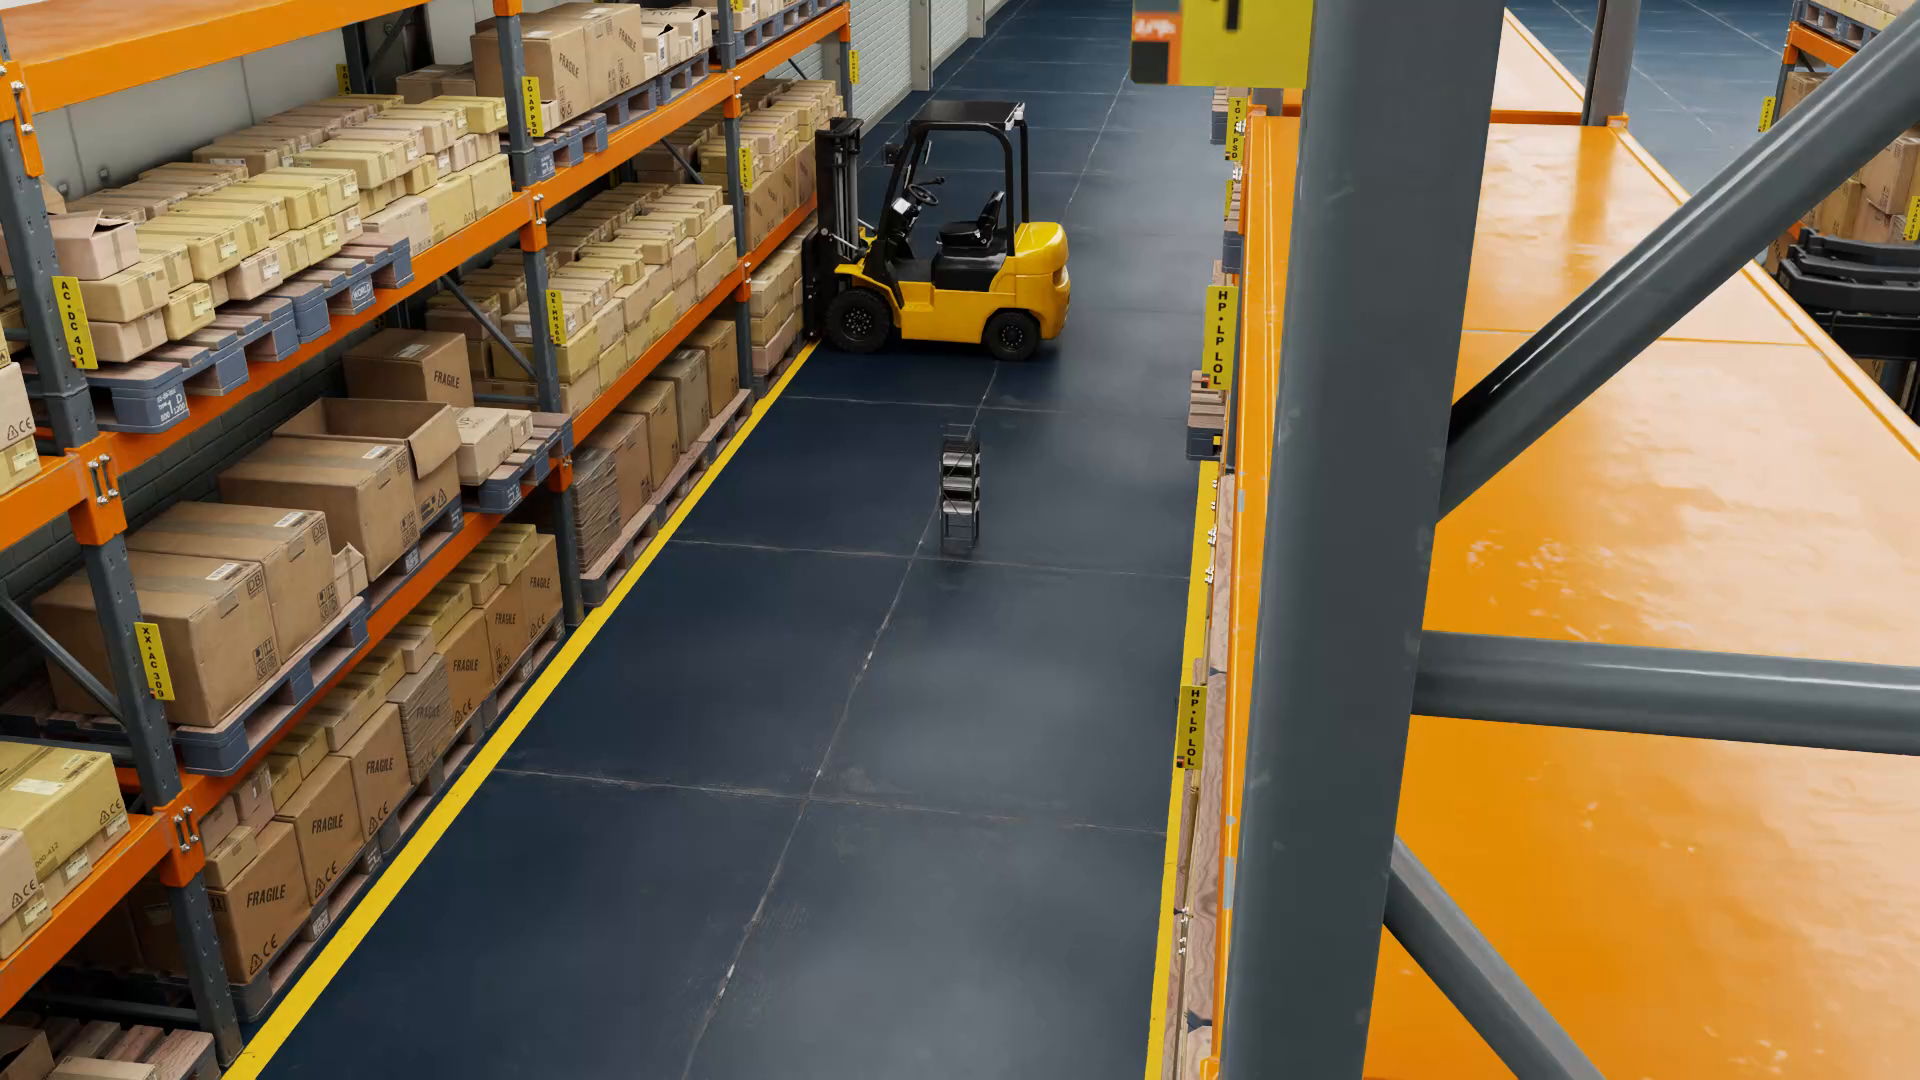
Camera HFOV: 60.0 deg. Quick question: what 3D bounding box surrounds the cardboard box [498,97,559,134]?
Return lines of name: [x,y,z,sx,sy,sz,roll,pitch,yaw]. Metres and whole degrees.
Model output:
cardboard box: [-2.560,-2.470,9.658,0.380,0.166,0.250,4,25,8]

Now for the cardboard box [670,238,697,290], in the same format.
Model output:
cardboard box: [-2.257,-2.037,12.194,0.500,0.250,0.500,5,25,10]

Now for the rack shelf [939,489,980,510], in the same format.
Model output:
rack shelf: [-0.001,-0.292,11.648,0.258,0.077,0.200,4,25,9]

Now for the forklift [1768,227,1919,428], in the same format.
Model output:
forklift: [4.556,-0.310,8.999,1.130,2.935,3.031,5,26,11]

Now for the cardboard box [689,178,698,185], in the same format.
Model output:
cardboard box: [-2.456,-2.782,14.082,0.500,0.500,0.500,4,25,8]

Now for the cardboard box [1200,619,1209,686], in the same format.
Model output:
cardboard box: [1.636,0.913,8.316,0.875,0.875,0.875,4,25,9]

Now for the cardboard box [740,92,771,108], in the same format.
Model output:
cardboard box: [-2.035,-4.230,16.060,0.380,0.149,0.250,4,25,9]

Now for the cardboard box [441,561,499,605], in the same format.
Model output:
cardboard box: [-2.848,0.238,9.435,0.380,0.149,0.250,3,25,7]

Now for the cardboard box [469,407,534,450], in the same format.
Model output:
cardboard box: [-2.646,-0.632,9.408,0.380,0.149,0.250,4,25,9]

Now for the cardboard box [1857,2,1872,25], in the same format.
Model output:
cardboard box: [7.569,-4.285,13.555,0.380,0.149,0.250,4,25,9]

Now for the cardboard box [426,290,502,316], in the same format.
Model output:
cardboard box: [-3.131,-1.464,10.500,0.380,0.149,0.250,5,25,10]

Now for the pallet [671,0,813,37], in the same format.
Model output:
pallet: [-1.948,-4.716,14.897,1.003,0.211,1.213,4,25,9]

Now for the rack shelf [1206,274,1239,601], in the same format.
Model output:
rack shelf: [1.654,-0.711,7.086,1.077,0.370,4.000,4,25,9]

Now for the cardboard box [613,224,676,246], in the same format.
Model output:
cardboard box: [-2.280,-2.175,12.019,0.380,0.149,0.250,4,25,9]

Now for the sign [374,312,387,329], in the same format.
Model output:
sign: [-3.465,-1.419,9.921,0.100,0.325,0.005,4,25,9]

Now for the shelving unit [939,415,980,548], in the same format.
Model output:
shelving unit: [-0.001,-0.404,11.596,0.258,0.900,0.210,4,25,9]

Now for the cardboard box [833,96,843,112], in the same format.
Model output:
cardboard box: [-1.390,-4.378,16.726,0.380,0.149,0.250,4,25,9]

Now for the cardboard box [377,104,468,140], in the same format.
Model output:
cardboard box: [-2.828,-2.196,8.766,0.380,0.149,0.250,3,25,7]

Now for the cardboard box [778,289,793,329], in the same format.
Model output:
cardboard box: [-1.799,-2.093,14.886,0.500,0.250,0.500,4,25,8]

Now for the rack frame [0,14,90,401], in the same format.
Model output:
rack frame: [-3.571,-1.901,5.242,1.000,3.000,0.127,4,25,9]

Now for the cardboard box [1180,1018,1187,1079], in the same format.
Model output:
cardboard box: [0.742,1.477,3.803,0.500,0.500,0.500,4,25,8]

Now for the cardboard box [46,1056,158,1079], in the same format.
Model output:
cardboard box: [-3.372,2.170,6.488,0.380,0.149,0.250,3,25,7]

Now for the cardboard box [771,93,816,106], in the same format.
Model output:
cardboard box: [-1.600,-4.197,15.988,0.380,0.149,0.250,4,25,9]

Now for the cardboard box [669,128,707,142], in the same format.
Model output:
cardboard box: [-2.418,-3.481,14.459,0.380,0.149,0.250,4,25,7]

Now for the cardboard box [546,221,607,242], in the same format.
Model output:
cardboard box: [-2.793,-2.208,12.089,0.380,0.149,0.250,4,25,8]

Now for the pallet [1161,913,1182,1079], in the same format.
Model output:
pallet: [1.379,2.093,7.074,1.003,0.211,1.213,4,25,9]

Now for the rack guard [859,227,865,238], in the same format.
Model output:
rack guard: [-1.605,-3.081,17.787,1.175,0.500,0.348,4,25,9]

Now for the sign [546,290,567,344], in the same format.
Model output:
sign: [-2.380,-1.312,9.787,0.100,0.325,0.005,4,25,9]

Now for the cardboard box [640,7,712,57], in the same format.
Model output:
cardboard box: [-2.141,-3.764,12.252,0.500,0.311,0.500,3,25,7]

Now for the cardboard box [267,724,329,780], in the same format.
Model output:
cardboard box: [-3.218,0.987,7.835,0.380,0.149,0.250,4,25,8]

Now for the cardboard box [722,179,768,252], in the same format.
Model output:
cardboard box: [-1.933,-2.743,13.998,0.500,0.500,0.500,3,25,7]

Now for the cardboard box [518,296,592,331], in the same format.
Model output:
cardboard box: [-2.532,-1.421,10.409,0.380,0.149,0.250,5,25,10]

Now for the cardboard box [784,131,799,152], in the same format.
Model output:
cardboard box: [-1.679,-3.630,15.128,0.380,0.149,0.250,3,25,7]

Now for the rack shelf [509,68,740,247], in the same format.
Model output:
rack shelf: [-2.590,-2.727,11.391,1.077,0.370,4.000,4,25,9]

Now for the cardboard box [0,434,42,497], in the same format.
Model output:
cardboard box: [-3.338,-0.258,5.566,0.380,0.149,0.250,4,25,8]

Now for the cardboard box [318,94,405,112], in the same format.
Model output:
cardboard box: [-3.250,-2.328,9.048,0.380,0.149,0.250,3,25,7]

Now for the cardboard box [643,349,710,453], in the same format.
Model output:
cardboard box: [-2.472,-1.102,12.916,0.875,0.625,0.625,4,25,8]

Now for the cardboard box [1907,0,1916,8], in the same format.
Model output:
cardboard box: [7.445,-3.983,12.440,0.500,0.250,0.500,4,25,8]

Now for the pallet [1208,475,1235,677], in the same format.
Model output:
pallet: [1.183,0.181,4.436,1.003,0.211,1.213,4,25,9]

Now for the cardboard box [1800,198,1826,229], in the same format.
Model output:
cardboard box: [7.888,-3.013,14.515,0.875,0.550,0.550,4,25,9]

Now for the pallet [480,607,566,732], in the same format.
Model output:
pallet: [-3.076,0.715,10.017,1.003,0.211,1.213,4,25,9]

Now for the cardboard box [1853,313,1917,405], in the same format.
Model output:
cardboard box: [7.706,-1.373,13.201,0.875,0.875,0.875,4,25,9]

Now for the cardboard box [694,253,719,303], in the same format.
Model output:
cardboard box: [-2.164,-2.023,12.754,0.500,0.250,0.500,4,25,8]

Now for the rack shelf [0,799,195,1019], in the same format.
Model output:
rack shelf: [-3.897,1.978,4.879,1.077,0.370,4.000,4,25,9]

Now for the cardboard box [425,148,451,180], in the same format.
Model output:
cardboard box: [-2.867,-1.948,8.587,0.380,0.149,0.250,5,25,10]

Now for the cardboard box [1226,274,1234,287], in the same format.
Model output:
cardboard box: [1.854,-1.312,10.094,0.500,0.500,0.500,4,25,8]

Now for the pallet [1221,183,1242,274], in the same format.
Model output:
pallet: [1.928,-1.515,8.177,1.213,0.211,1.003,5,26,11]

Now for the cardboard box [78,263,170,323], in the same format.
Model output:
cardboard box: [-3.089,-0.894,5.960,0.380,0.149,0.250,5,26,10]

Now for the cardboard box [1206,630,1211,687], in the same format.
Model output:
cardboard box: [1.152,0.456,5.985,0.500,0.500,0.500,5,26,10]

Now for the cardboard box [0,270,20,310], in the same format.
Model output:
cardboard box: [-3.637,-0.933,6.043,0.380,0.149,0.250,4,25,8]

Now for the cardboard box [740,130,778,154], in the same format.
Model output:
cardboard box: [-1.788,-3.440,14.372,0.380,0.149,0.250,5,25,10]

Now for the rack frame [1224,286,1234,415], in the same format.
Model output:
rack frame: [1.981,-0.515,9.356,1.000,3.000,0.127,4,25,9]

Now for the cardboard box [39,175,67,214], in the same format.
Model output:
cardboard box: [-3.578,-1.233,6.194,0.396,0.266,0.258,4,25,9]

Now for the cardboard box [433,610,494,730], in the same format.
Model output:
cardboard box: [-2.949,0.704,9.205,0.500,0.500,0.500,5,26,11]

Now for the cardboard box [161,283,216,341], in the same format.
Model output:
cardboard box: [-3.053,-0.868,6.255,0.380,0.149,0.250,4,25,9]

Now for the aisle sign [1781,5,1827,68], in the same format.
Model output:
aisle sign: [7.904,-4.788,15.419,0.394,0.787,0.004,4,25,9]

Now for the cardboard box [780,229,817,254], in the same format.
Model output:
cardboard box: [-1.618,-2.750,15.699,0.500,0.250,0.500,4,25,7]
